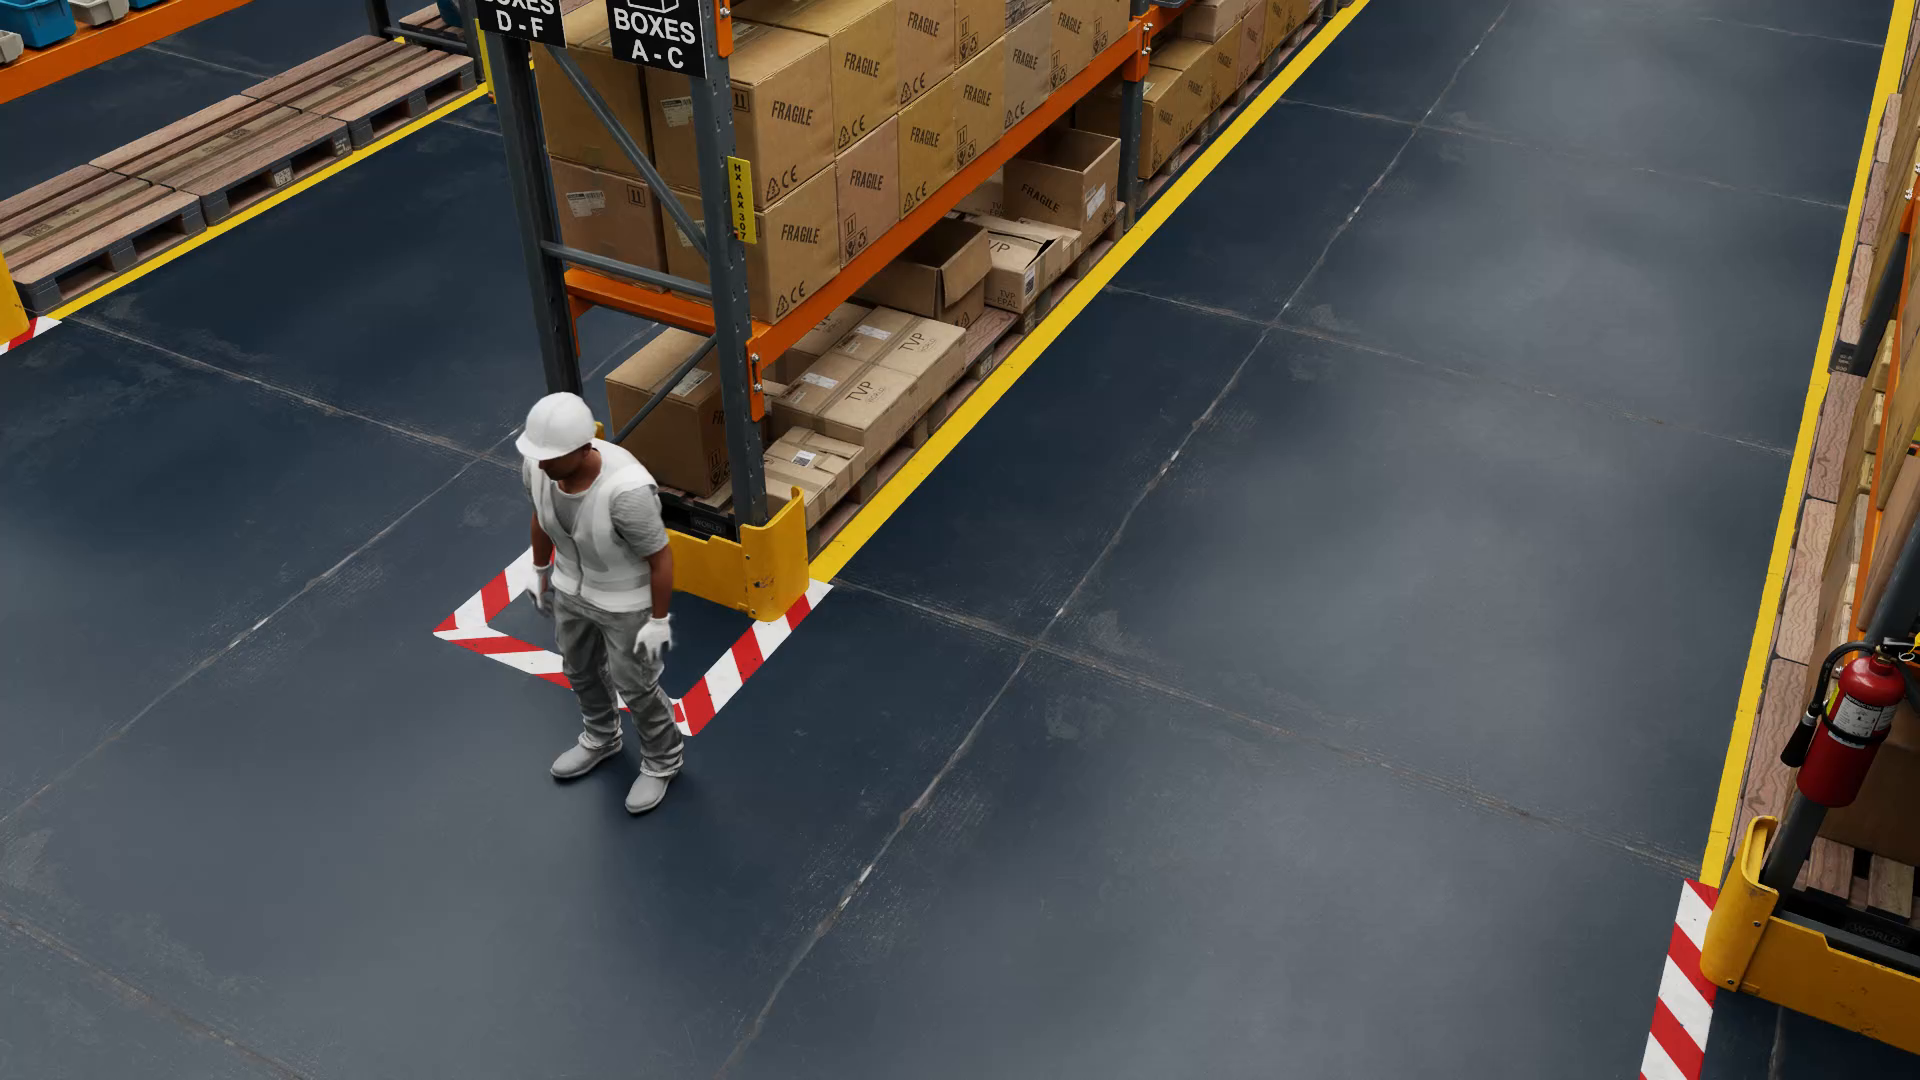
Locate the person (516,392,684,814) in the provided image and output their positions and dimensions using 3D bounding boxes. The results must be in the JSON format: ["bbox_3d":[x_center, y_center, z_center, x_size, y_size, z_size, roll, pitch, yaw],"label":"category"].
[{"bbox_3d":[-1.269,0.208,5.873,0.620,1.774,0.453,21,42,25],"label":"person"}]
